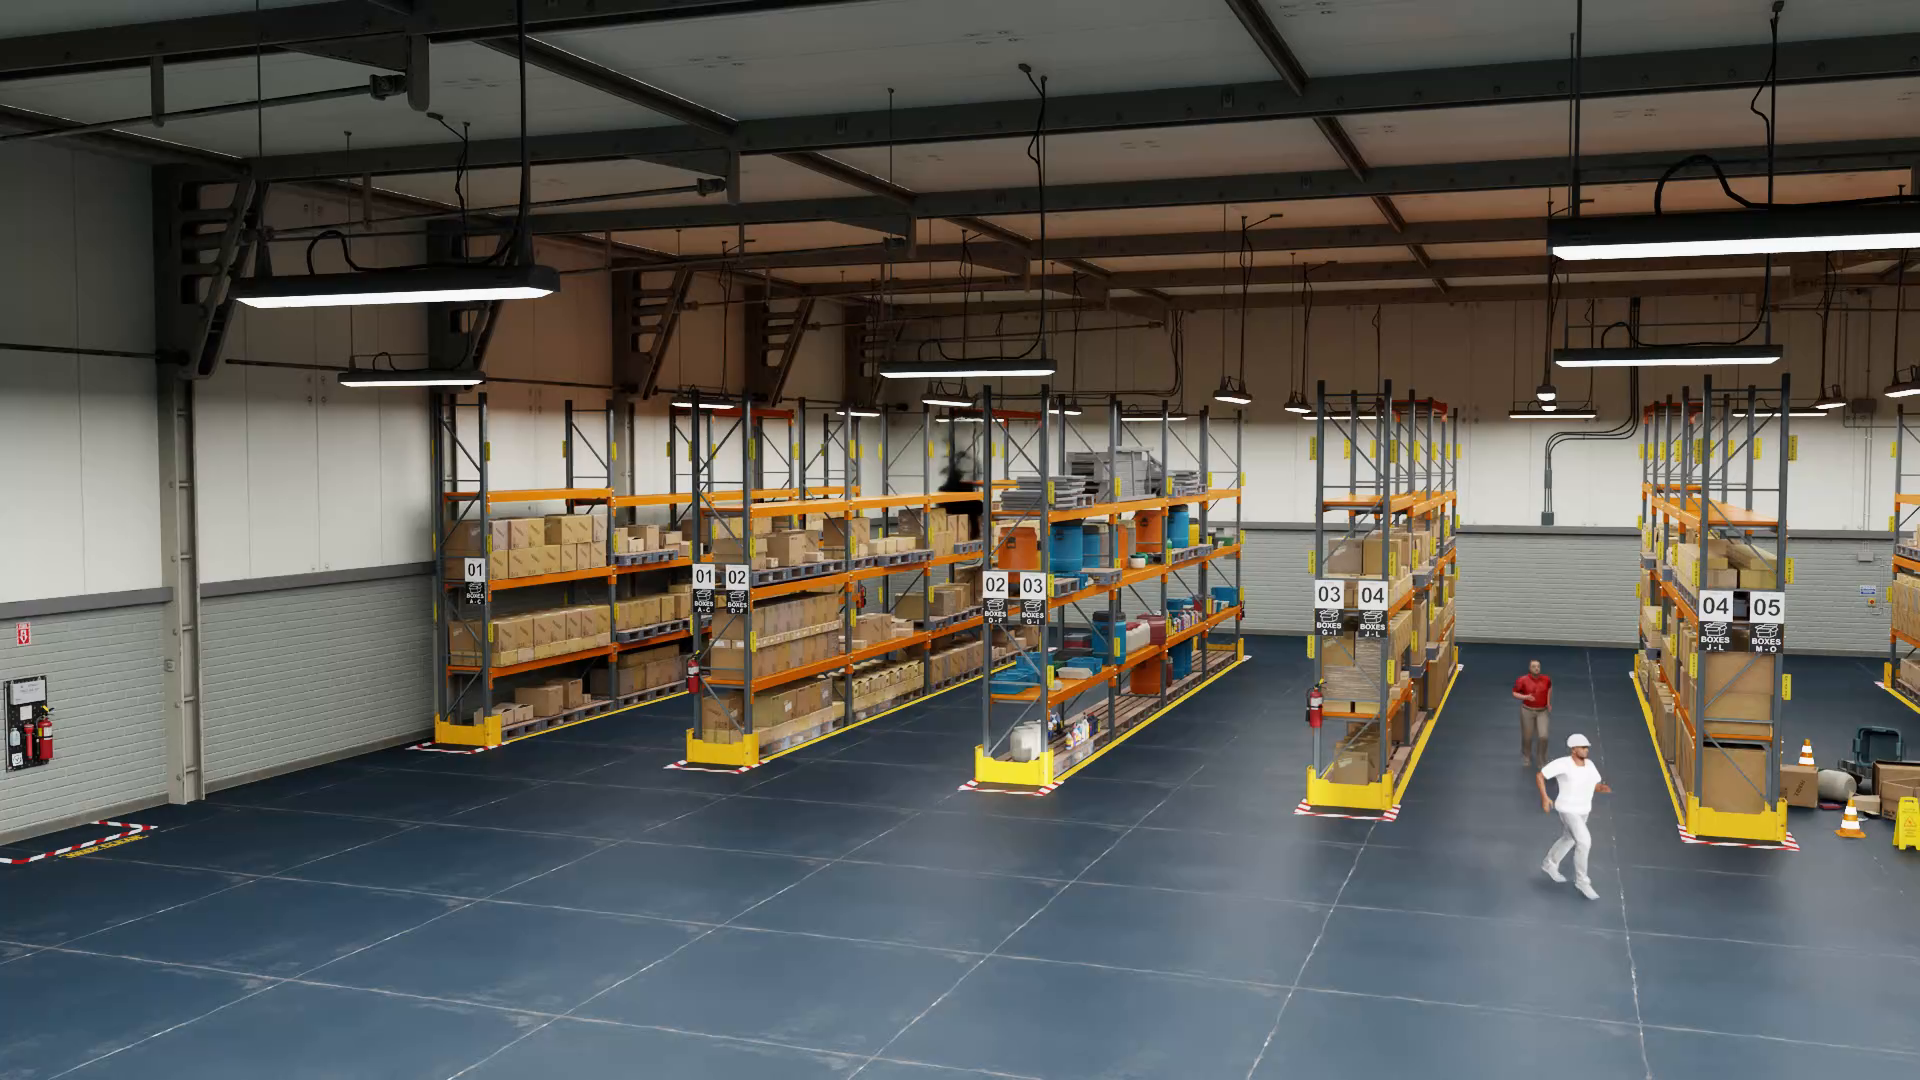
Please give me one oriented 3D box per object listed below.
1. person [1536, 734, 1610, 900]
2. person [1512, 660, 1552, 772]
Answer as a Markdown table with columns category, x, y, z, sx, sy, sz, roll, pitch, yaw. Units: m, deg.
| category | x | y | z | sx | sy | sz | roll | pitch | yaw |
| --- | --- | --- | --- | --- | --- | --- | --- | --- | --- |
| person | 6.969 | 3.103 | 18.890 | 0.676 | 1.818 | 0.865 | -2 | 4 | -33 |
| person | 8.964 | 2.764 | 26.017 | 0.647 | 1.796 | 0.802 | 0 | 3 | 9 |
